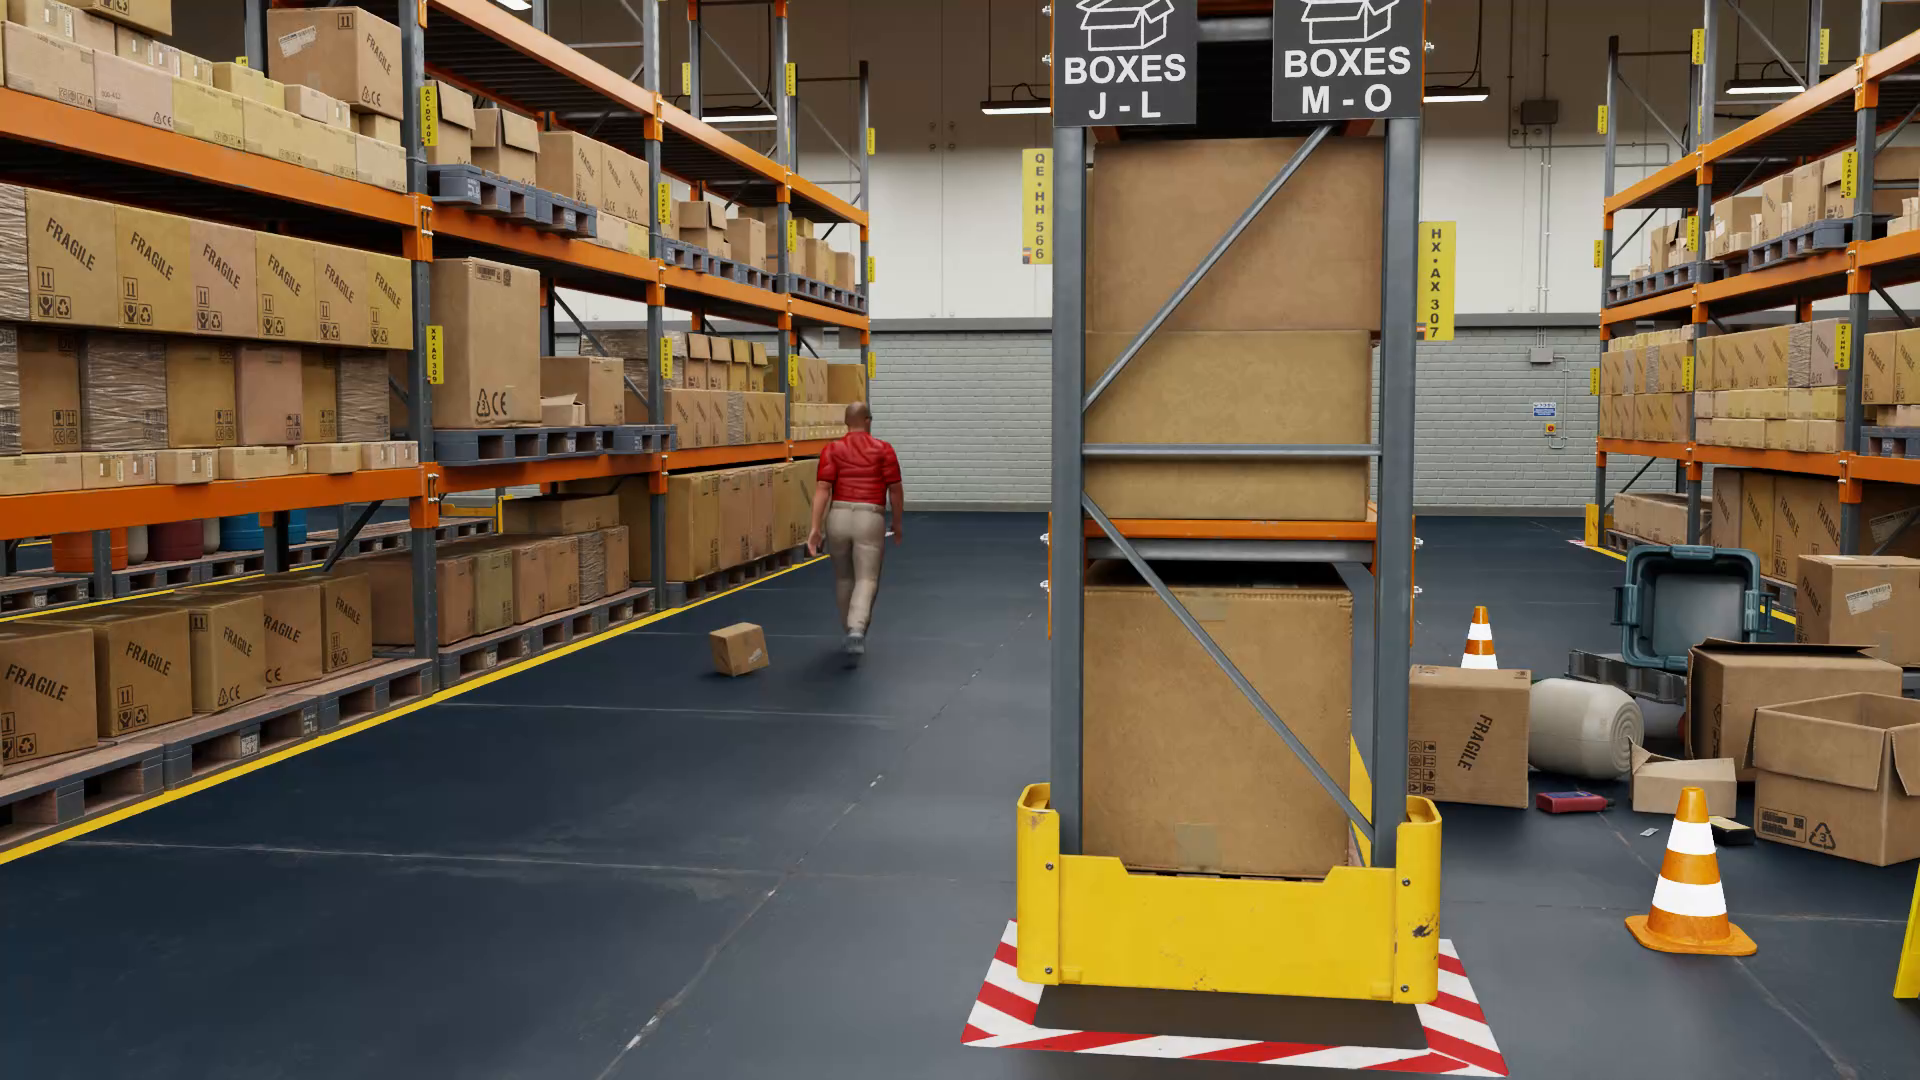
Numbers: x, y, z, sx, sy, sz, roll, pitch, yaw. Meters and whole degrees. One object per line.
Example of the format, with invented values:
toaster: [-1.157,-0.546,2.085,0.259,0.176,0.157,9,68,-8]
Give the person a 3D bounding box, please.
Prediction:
person: [-0.679,-0.084,11.025,0.578,1.662,1.115,1,4,10]
